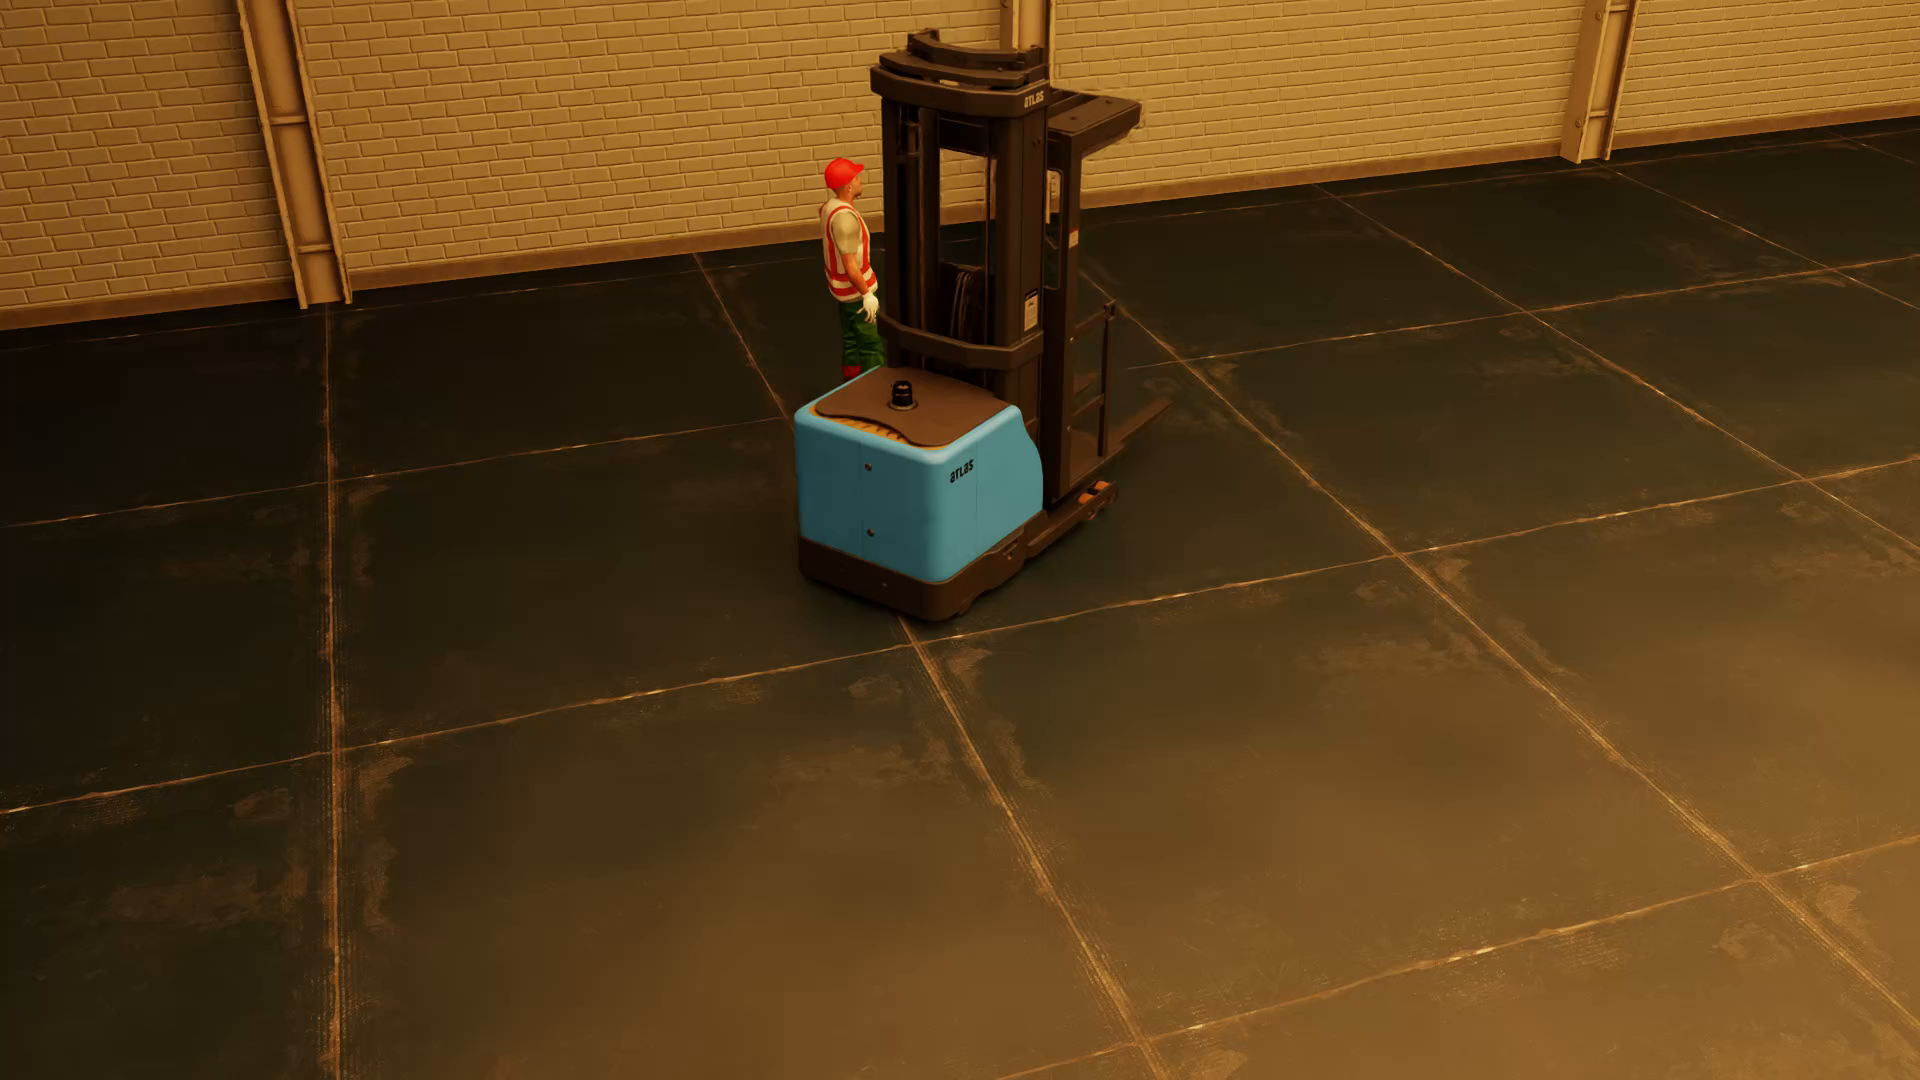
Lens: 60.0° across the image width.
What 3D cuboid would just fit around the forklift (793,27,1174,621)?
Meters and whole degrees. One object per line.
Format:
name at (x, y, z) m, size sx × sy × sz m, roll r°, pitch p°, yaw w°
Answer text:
forklift at (0.318, -1.512, 9.715) m, size 1.130 × 2.935 × 3.031 m, roll 19°, pitch 35°, yaw 29°

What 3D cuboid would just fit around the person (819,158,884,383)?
person at (-0.629, -1.675, 11.132) m, size 0.556 × 1.790 × 0.641 m, roll -9°, pitch 31°, yaw -15°
